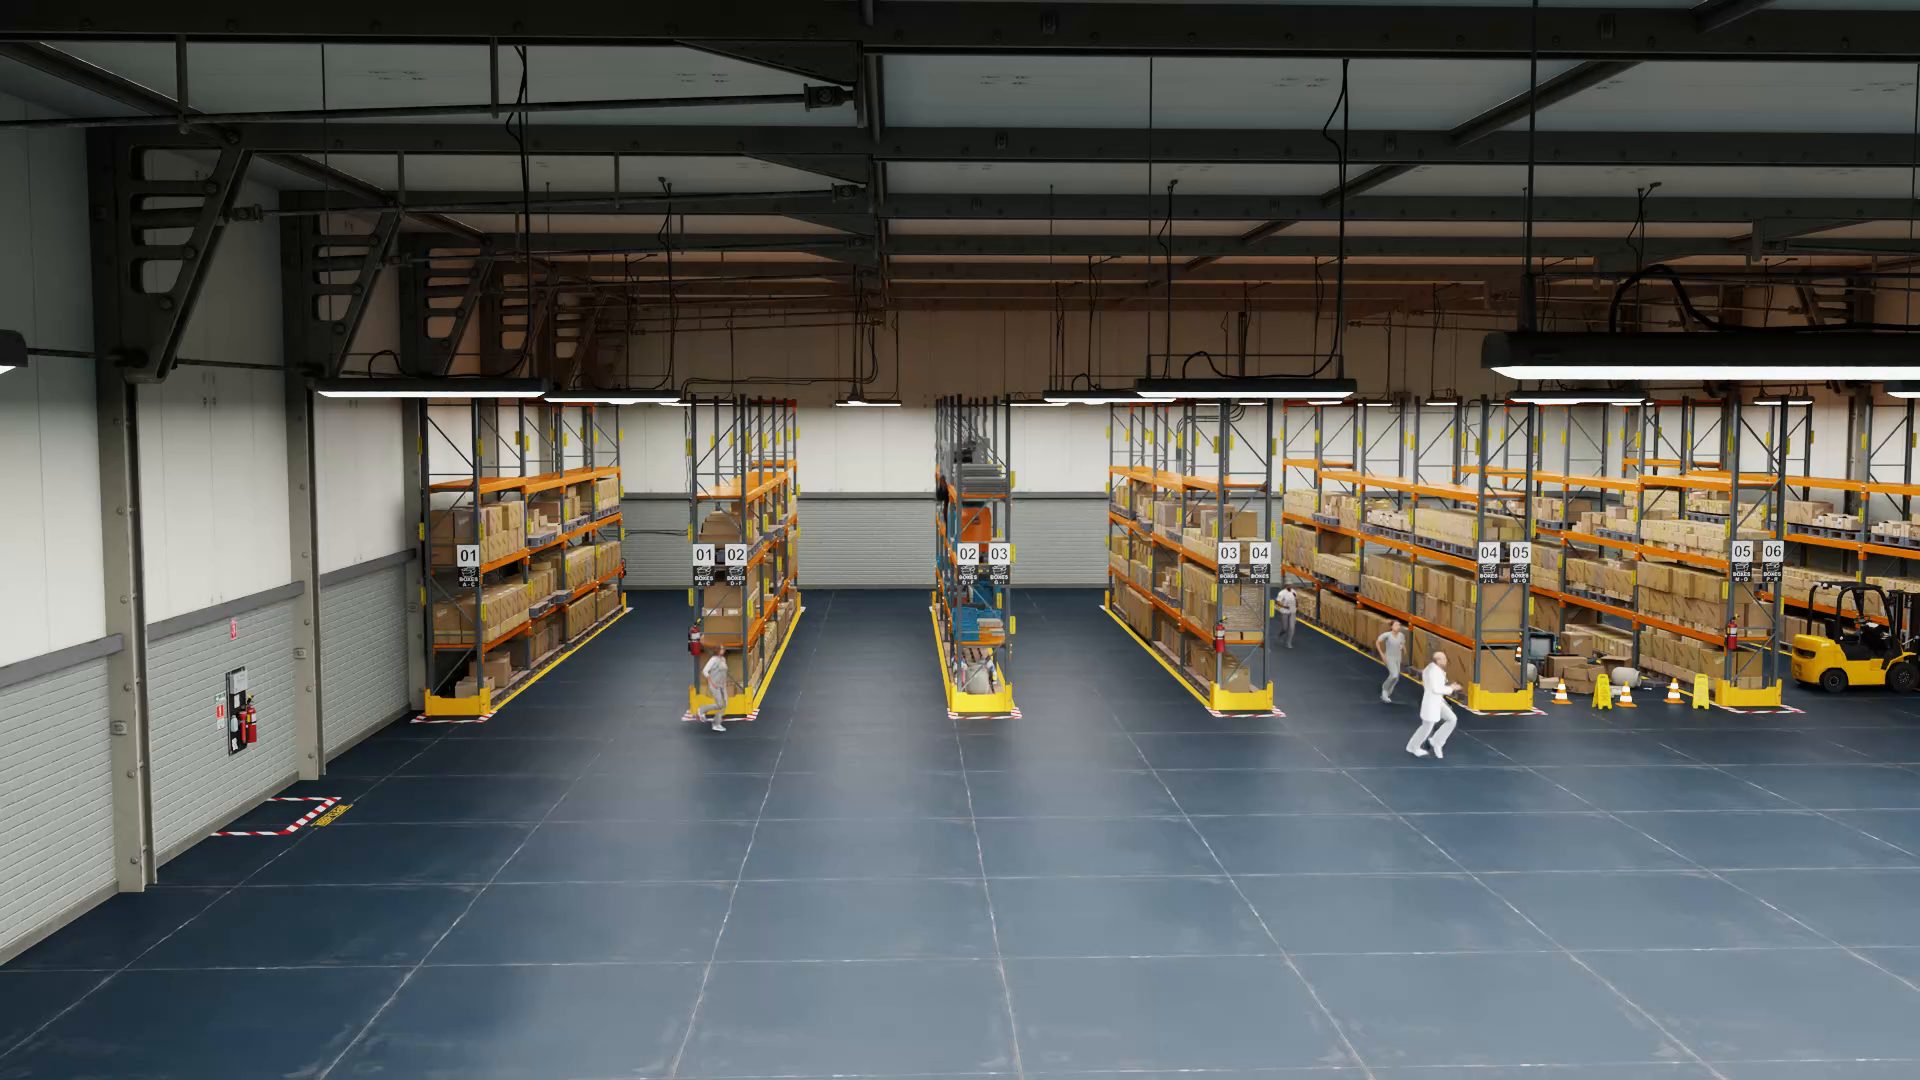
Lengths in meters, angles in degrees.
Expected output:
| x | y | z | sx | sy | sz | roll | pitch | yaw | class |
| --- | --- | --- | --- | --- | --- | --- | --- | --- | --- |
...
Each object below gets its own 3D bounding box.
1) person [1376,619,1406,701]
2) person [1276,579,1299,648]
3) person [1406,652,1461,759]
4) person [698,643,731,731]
| x | y | z | sx | sy | sz | roll | pitch | yaw | class |
| --- | --- | --- | --- | --- | --- | --- | --- | --- | --- |
| 8.443 | 2.351 | 32.407 | 0.564 | 1.626 | 0.613 | -2 | 5 | -20 | person |
| 7.875 | 1.745 | 39.962 | 0.584 | 1.664 | 0.694 | -1 | 5 | -11 | person |
| 7.755 | 2.697 | 27.206 | 0.884 | 1.767 | 0.752 | 2 | 5 | 27 | person |
| -4.377 | 2.623 | 29.763 | 0.587 | 1.550 | 0.555 | 2 | 5 | 26 | person |
